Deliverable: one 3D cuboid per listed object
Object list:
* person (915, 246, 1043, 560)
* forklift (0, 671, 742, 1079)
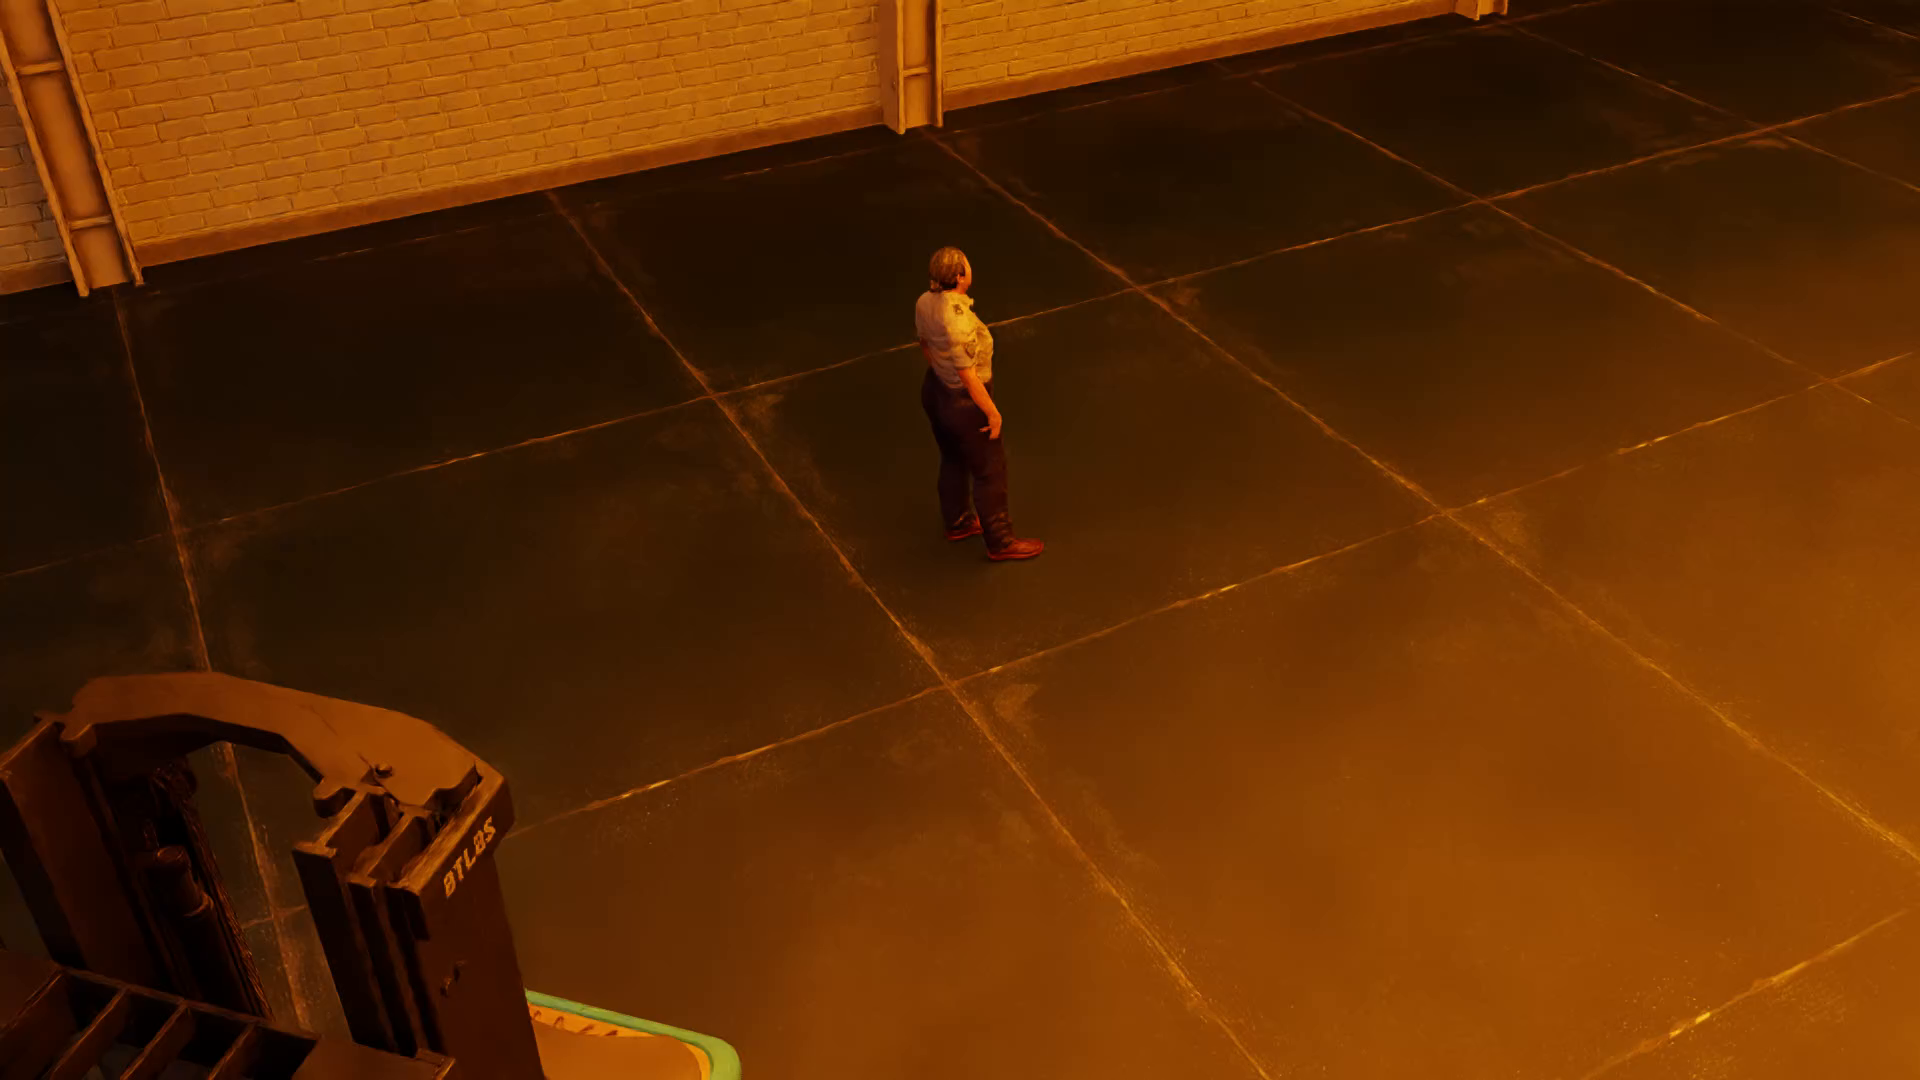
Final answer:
[{"bbox_3d":[0.090,-0.691,8.201,0.502,1.650,0.599,-17,39,-23],"label":"person"},{"bbox_3d":[-1.521,1.859,3.494,1.130,2.935,3.031,10,36,13],"label":"forklift"}]
